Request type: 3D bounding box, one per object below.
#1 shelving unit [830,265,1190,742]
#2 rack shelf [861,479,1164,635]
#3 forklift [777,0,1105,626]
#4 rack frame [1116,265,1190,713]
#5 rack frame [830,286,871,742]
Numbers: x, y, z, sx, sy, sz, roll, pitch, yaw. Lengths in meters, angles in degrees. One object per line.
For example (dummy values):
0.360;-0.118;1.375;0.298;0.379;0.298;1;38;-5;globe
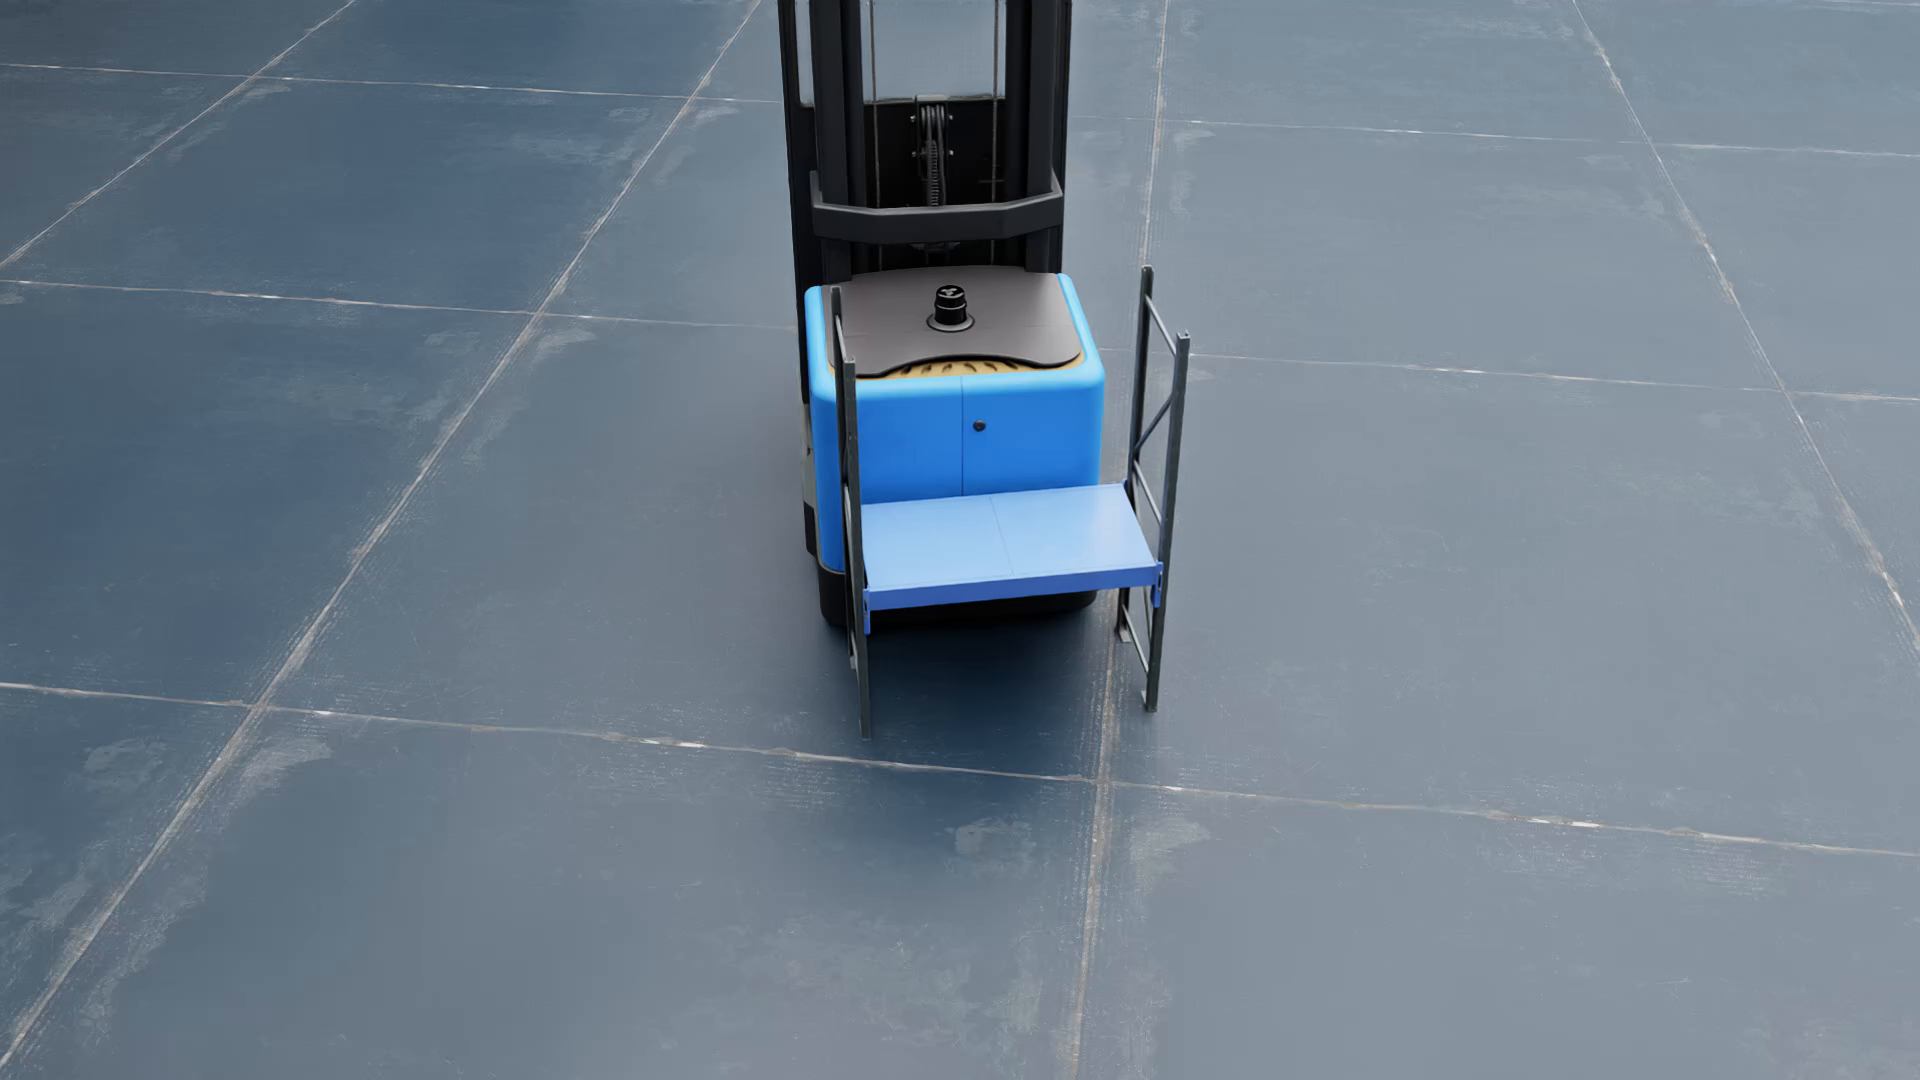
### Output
0.142;-0.099;5.597;1.048;1.500;0.538;-5;36;-7;shelving unit
0.142;0.048;5.702;1.000;0.185;0.538;-5;36;-7;rack shelf
-0.158;-1.717;6.632;1.130;2.935;3.031;-4;36;-5;forklift
0.644;-0.143;5.659;0.032;1.500;0.500;-5;36;-7;rack frame
-0.361;-0.055;5.536;0.032;1.500;0.500;-5;36;-7;rack frame
